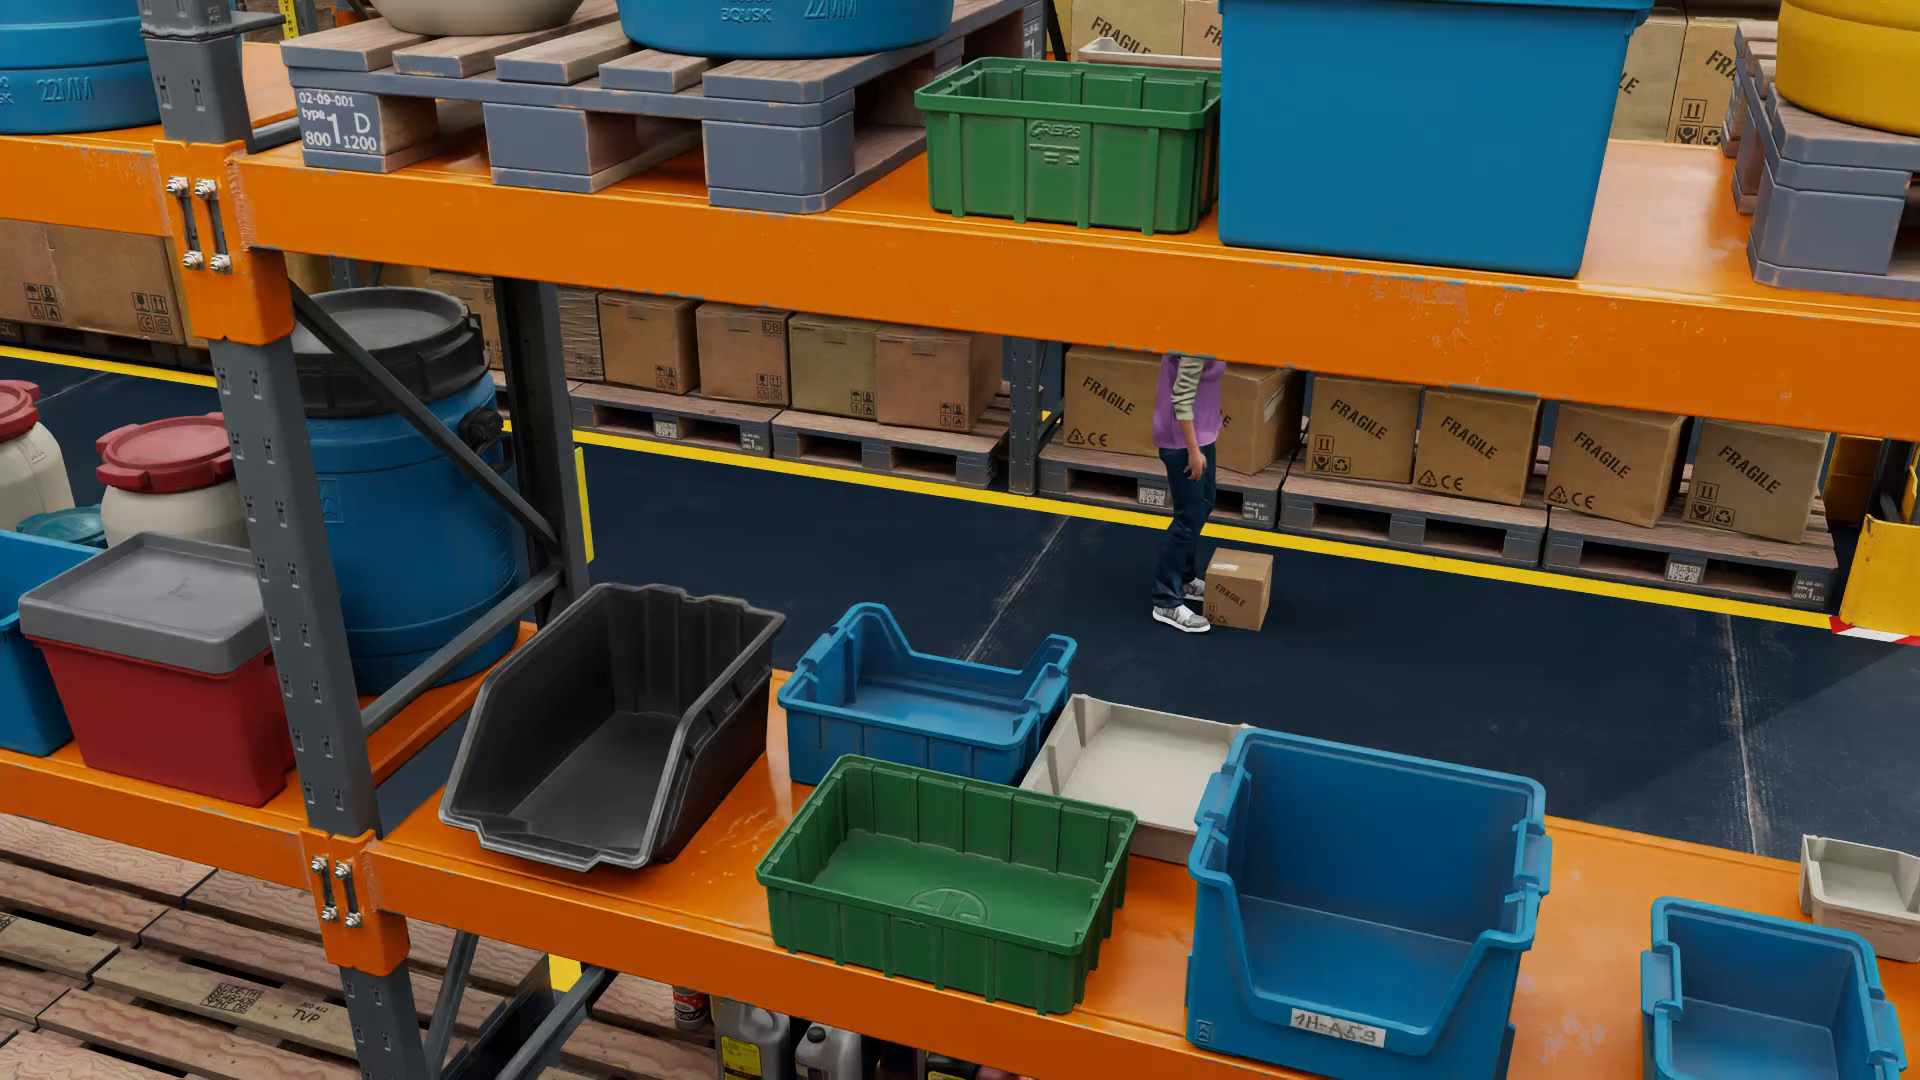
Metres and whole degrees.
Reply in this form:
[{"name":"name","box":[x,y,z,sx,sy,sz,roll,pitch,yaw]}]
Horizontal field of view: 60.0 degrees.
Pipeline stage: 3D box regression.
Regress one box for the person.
[{"name":"person","box":[0.981,-0.424,6.989,0.340,1.594,0.485,8,27,15]}]
